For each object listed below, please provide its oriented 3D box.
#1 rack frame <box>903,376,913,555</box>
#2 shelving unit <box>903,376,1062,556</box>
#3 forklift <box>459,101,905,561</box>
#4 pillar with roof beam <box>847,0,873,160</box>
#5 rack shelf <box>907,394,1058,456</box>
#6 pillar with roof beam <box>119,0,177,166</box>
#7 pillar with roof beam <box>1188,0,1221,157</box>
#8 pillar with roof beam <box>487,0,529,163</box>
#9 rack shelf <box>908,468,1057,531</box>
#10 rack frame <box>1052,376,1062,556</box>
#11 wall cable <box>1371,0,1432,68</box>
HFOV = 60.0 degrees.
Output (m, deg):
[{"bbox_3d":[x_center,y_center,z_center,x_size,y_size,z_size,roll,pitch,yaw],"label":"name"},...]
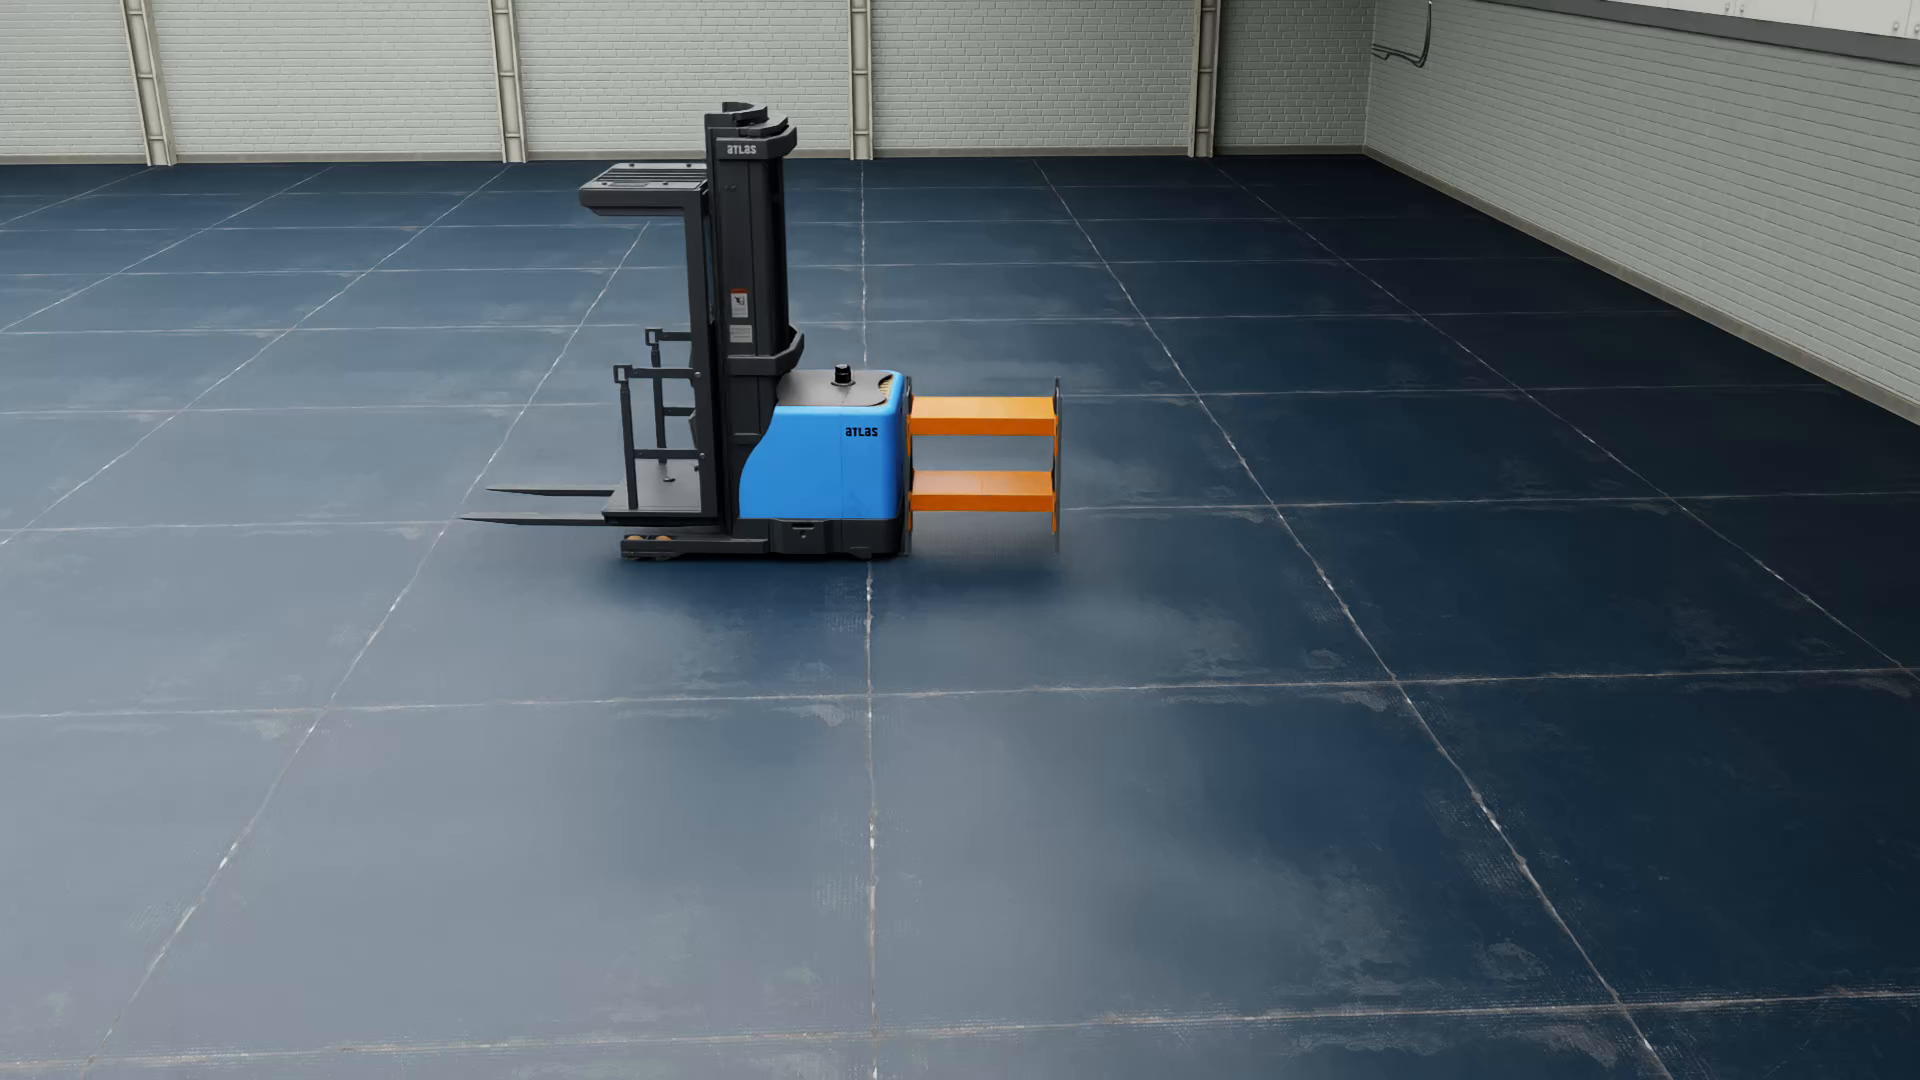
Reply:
[{"bbox_3d":[-0.353,-0.514,11.391,0.032,1.125,0.500,0,21,1],"label":"rack frame"},{"bbox_3d":[0.155,-0.511,11.382,1.048,1.125,0.538,0,21,1],"label":"shelving unit"},{"bbox_3d":[-1.910,-1.415,11.219,3.031,2.935,1.130,1,21,2],"label":"forklift"},{"bbox_3d":[-1.479,-9.379,23.609,0.400,9.000,9.100,-1,21,-3],"label":"pillar with roof beam"},{"bbox_3d":[0.155,-0.784,11.278,1.000,0.278,0.538,0,21,1],"label":"rack shelf"},{"bbox_3d":[-13.459,-9.136,22.969,0.400,9.000,9.100,-1,21,-3],"label":"pillar with roof beam"},{"bbox_3d":[4.512,-9.501,23.929,0.400,9.000,9.100,-1,21,-3],"label":"pillar with roof beam"},{"bbox_3d":[-7.469,-9.258,23.289,0.400,9.000,9.100,-1,21,-3],"label":"pillar with roof beam"},{"bbox_3d":[0.155,-0.282,11.469,1.000,0.278,0.538,0,21,1],"label":"rack shelf"},{"bbox_3d":[0.663,-0.507,11.372,0.032,1.125,0.500,0,21,1],"label":"rack frame"},{"bbox_3d":[7.282,-9.169,27.422,0.112,2.526,3.097,-1,21,-3],"label":"wall cable"}]
